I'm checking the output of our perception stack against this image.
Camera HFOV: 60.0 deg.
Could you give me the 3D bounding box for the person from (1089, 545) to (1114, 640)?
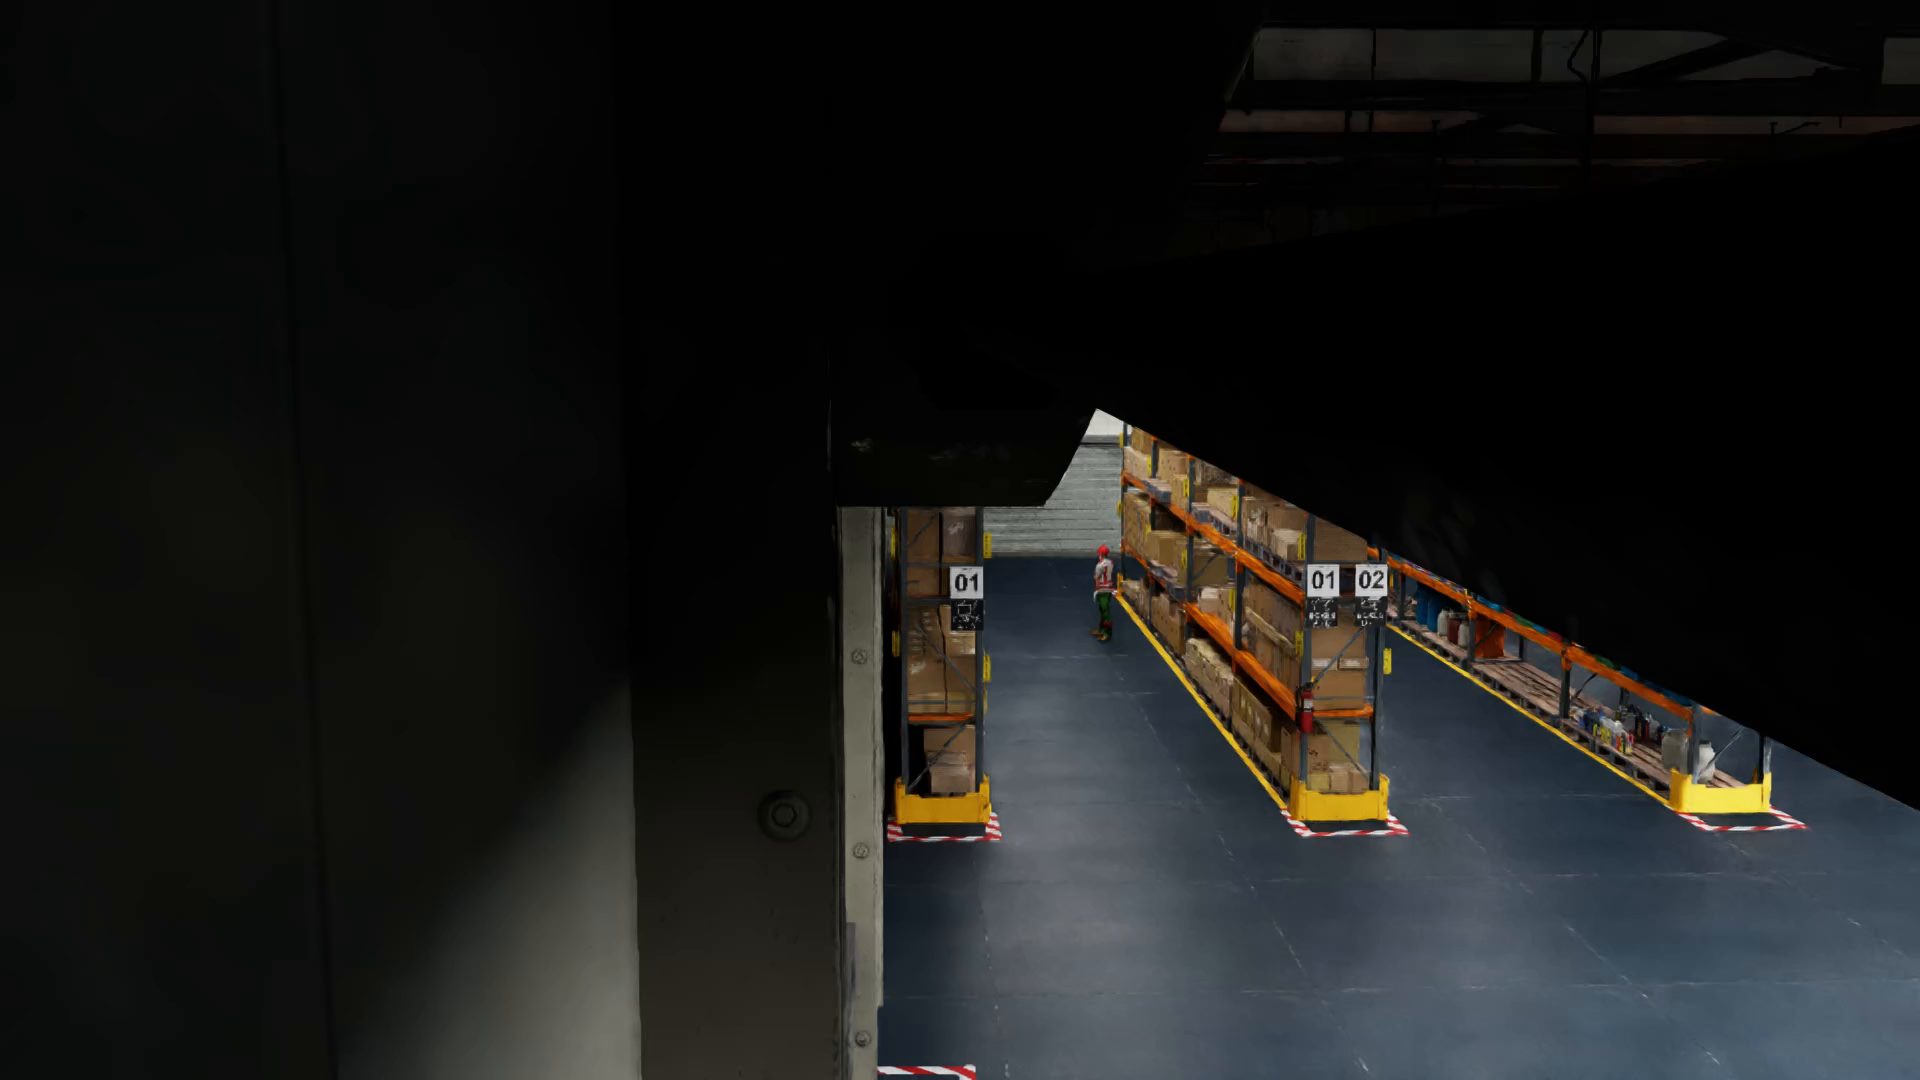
[{"bbox_3d":[2.707,0.978,31.734,0.577,1.785,0.655,4,9,28],"label":"person"}]
